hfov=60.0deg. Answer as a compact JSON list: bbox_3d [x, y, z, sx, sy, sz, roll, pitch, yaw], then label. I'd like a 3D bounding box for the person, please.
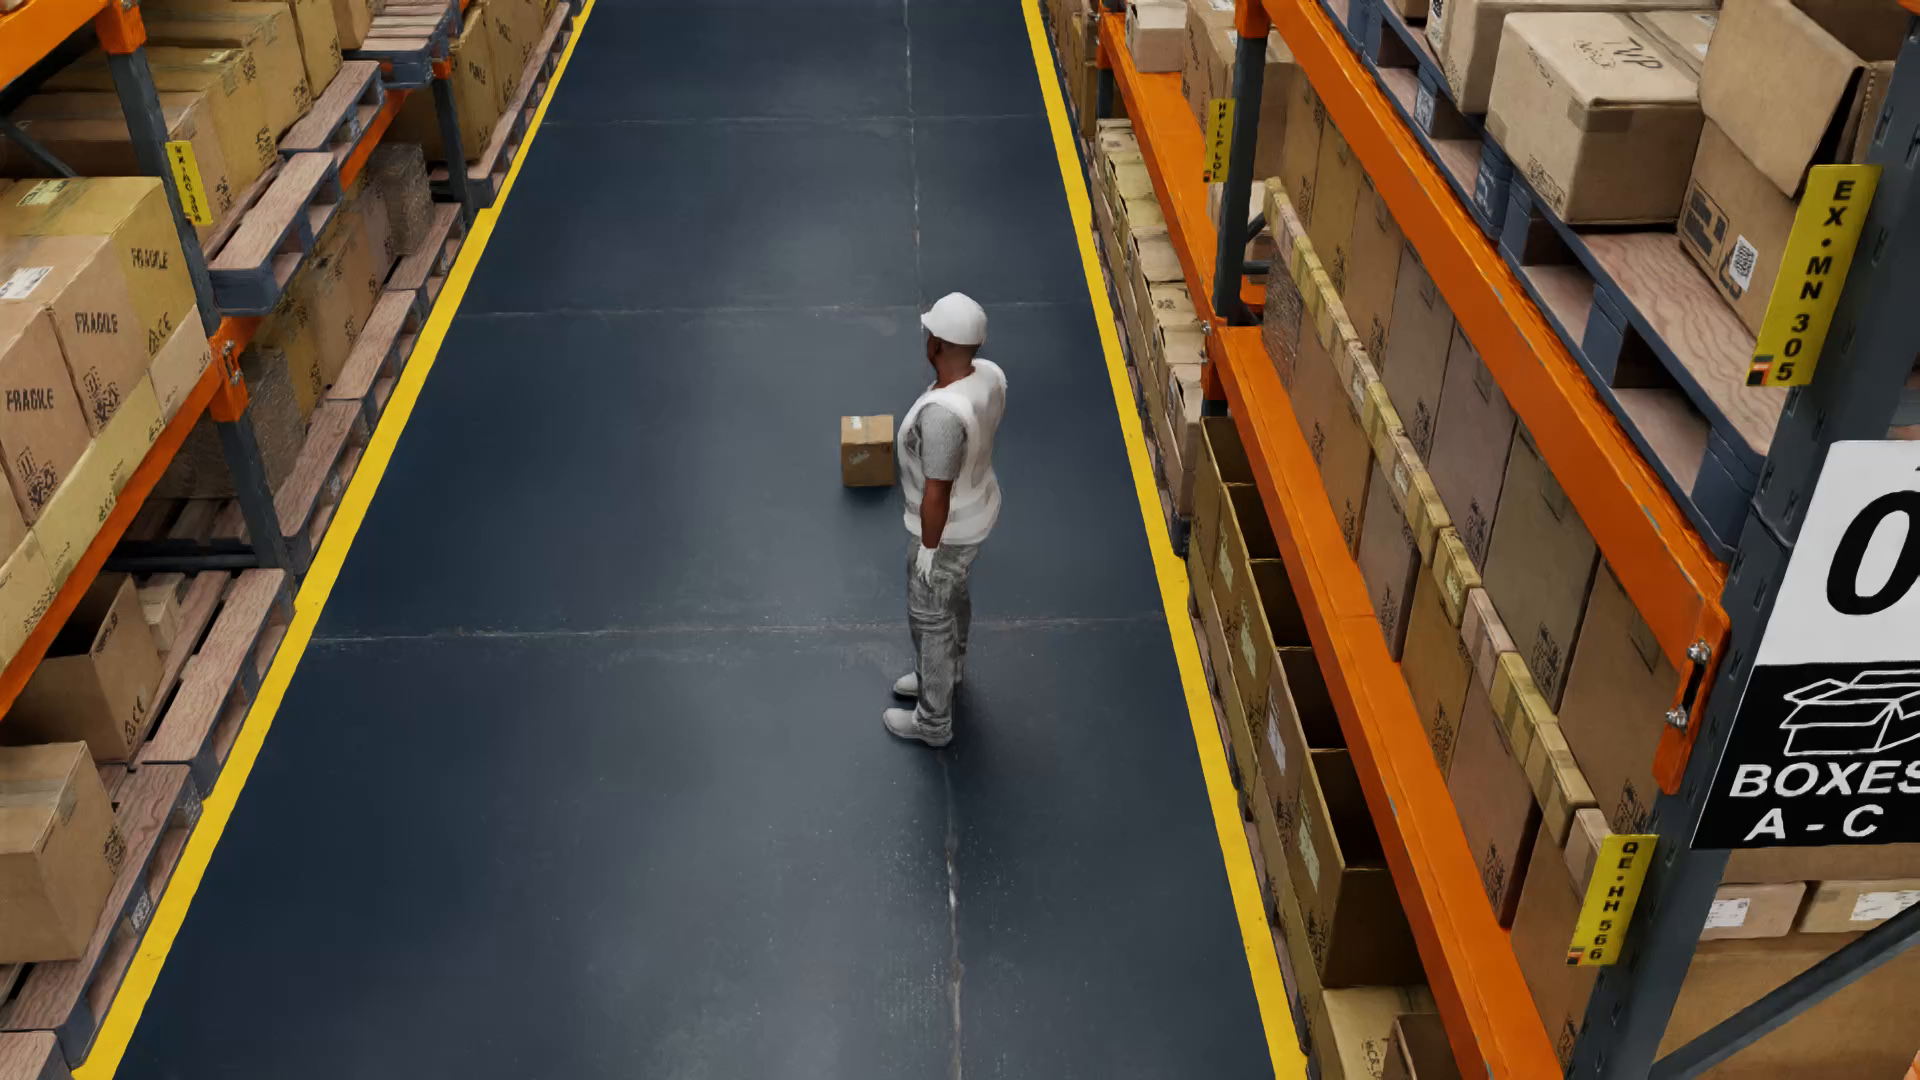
[{"bbox_3d":[-0.067,-0.076,6.241,0.415,1.783,0.629,9,36,13],"label":"person"}]
